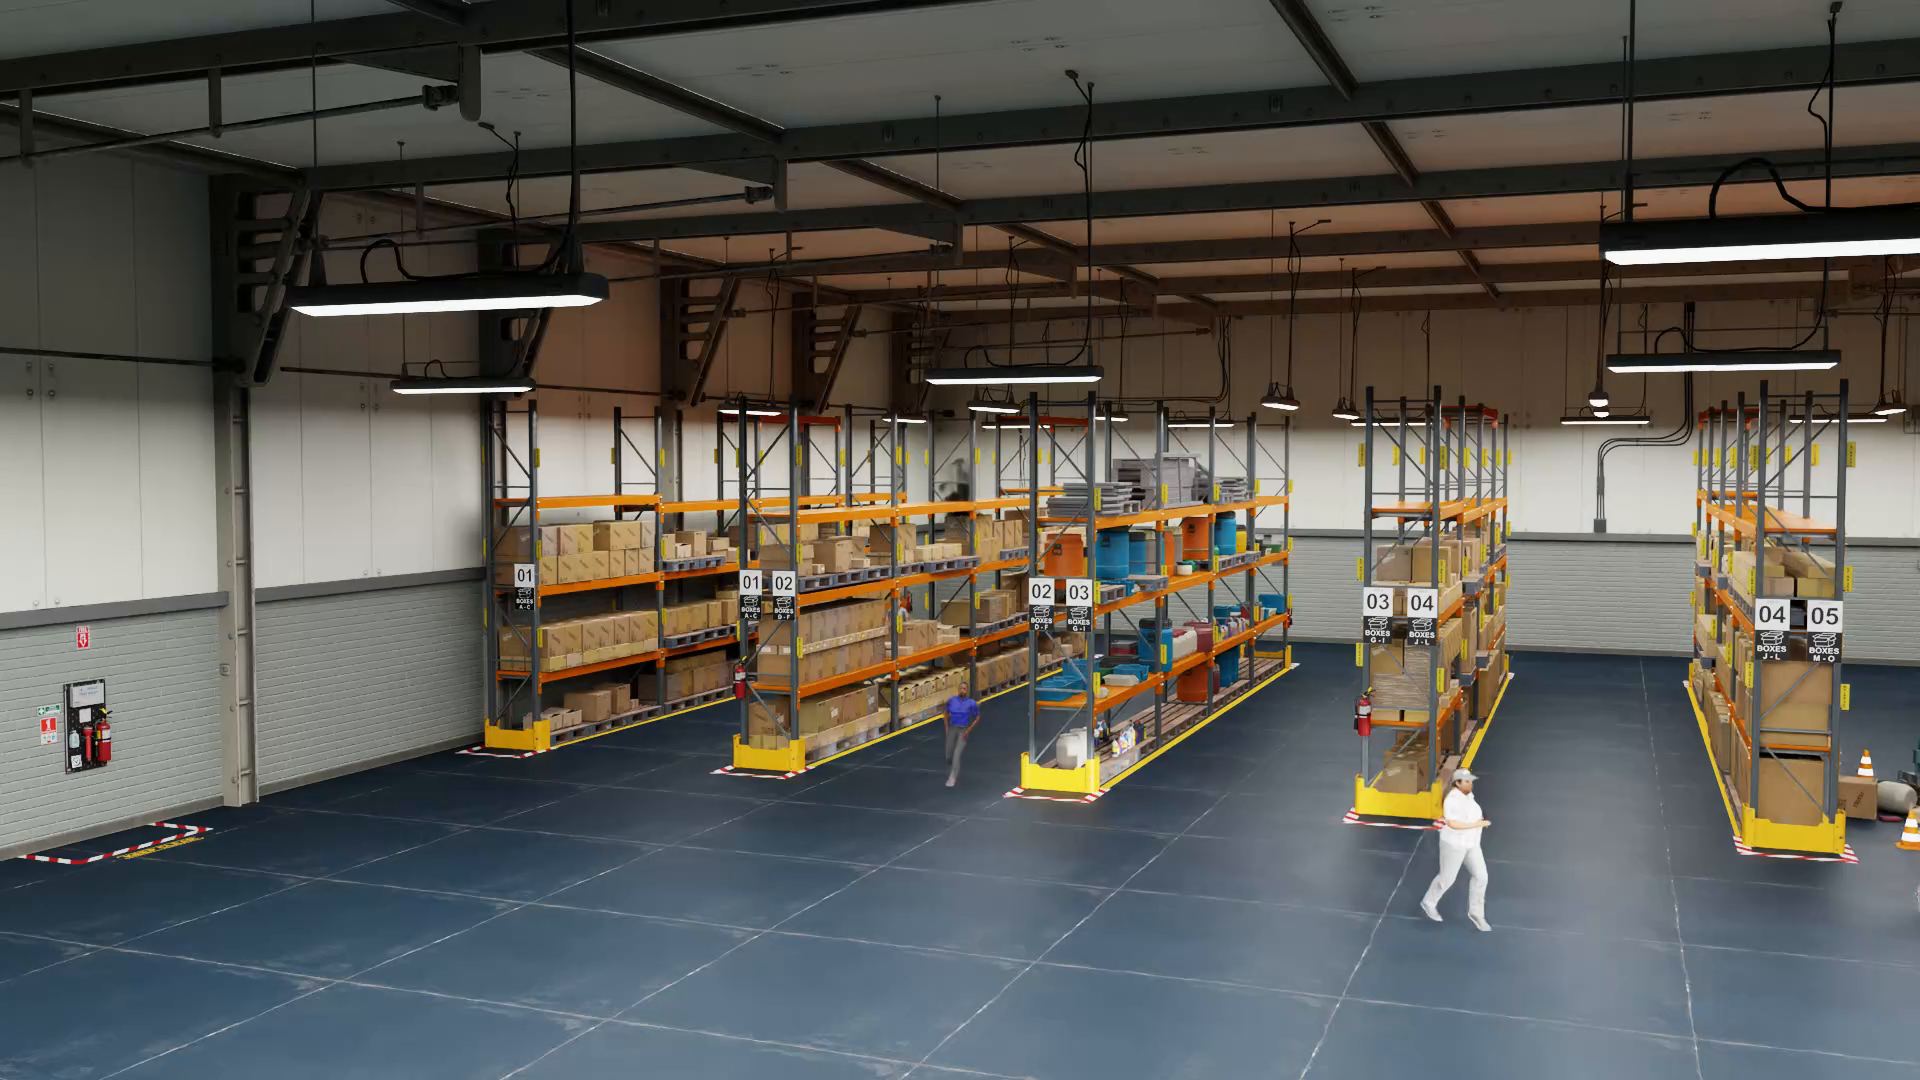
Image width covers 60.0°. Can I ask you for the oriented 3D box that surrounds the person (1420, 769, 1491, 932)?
[{"bbox_3d":[5.310,3.296,17.751,0.595,1.738,0.795,-2,4,-39],"label":"person"}]

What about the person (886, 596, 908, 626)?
[{"bbox_3d":[-1.463,2.100,38.249,0.550,1.625,0.564,0,3,5],"label":"person"}]

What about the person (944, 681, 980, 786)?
[{"bbox_3d":[0.029,2.960,25.525,0.584,1.605,0.523,1,3,13],"label":"person"}]
